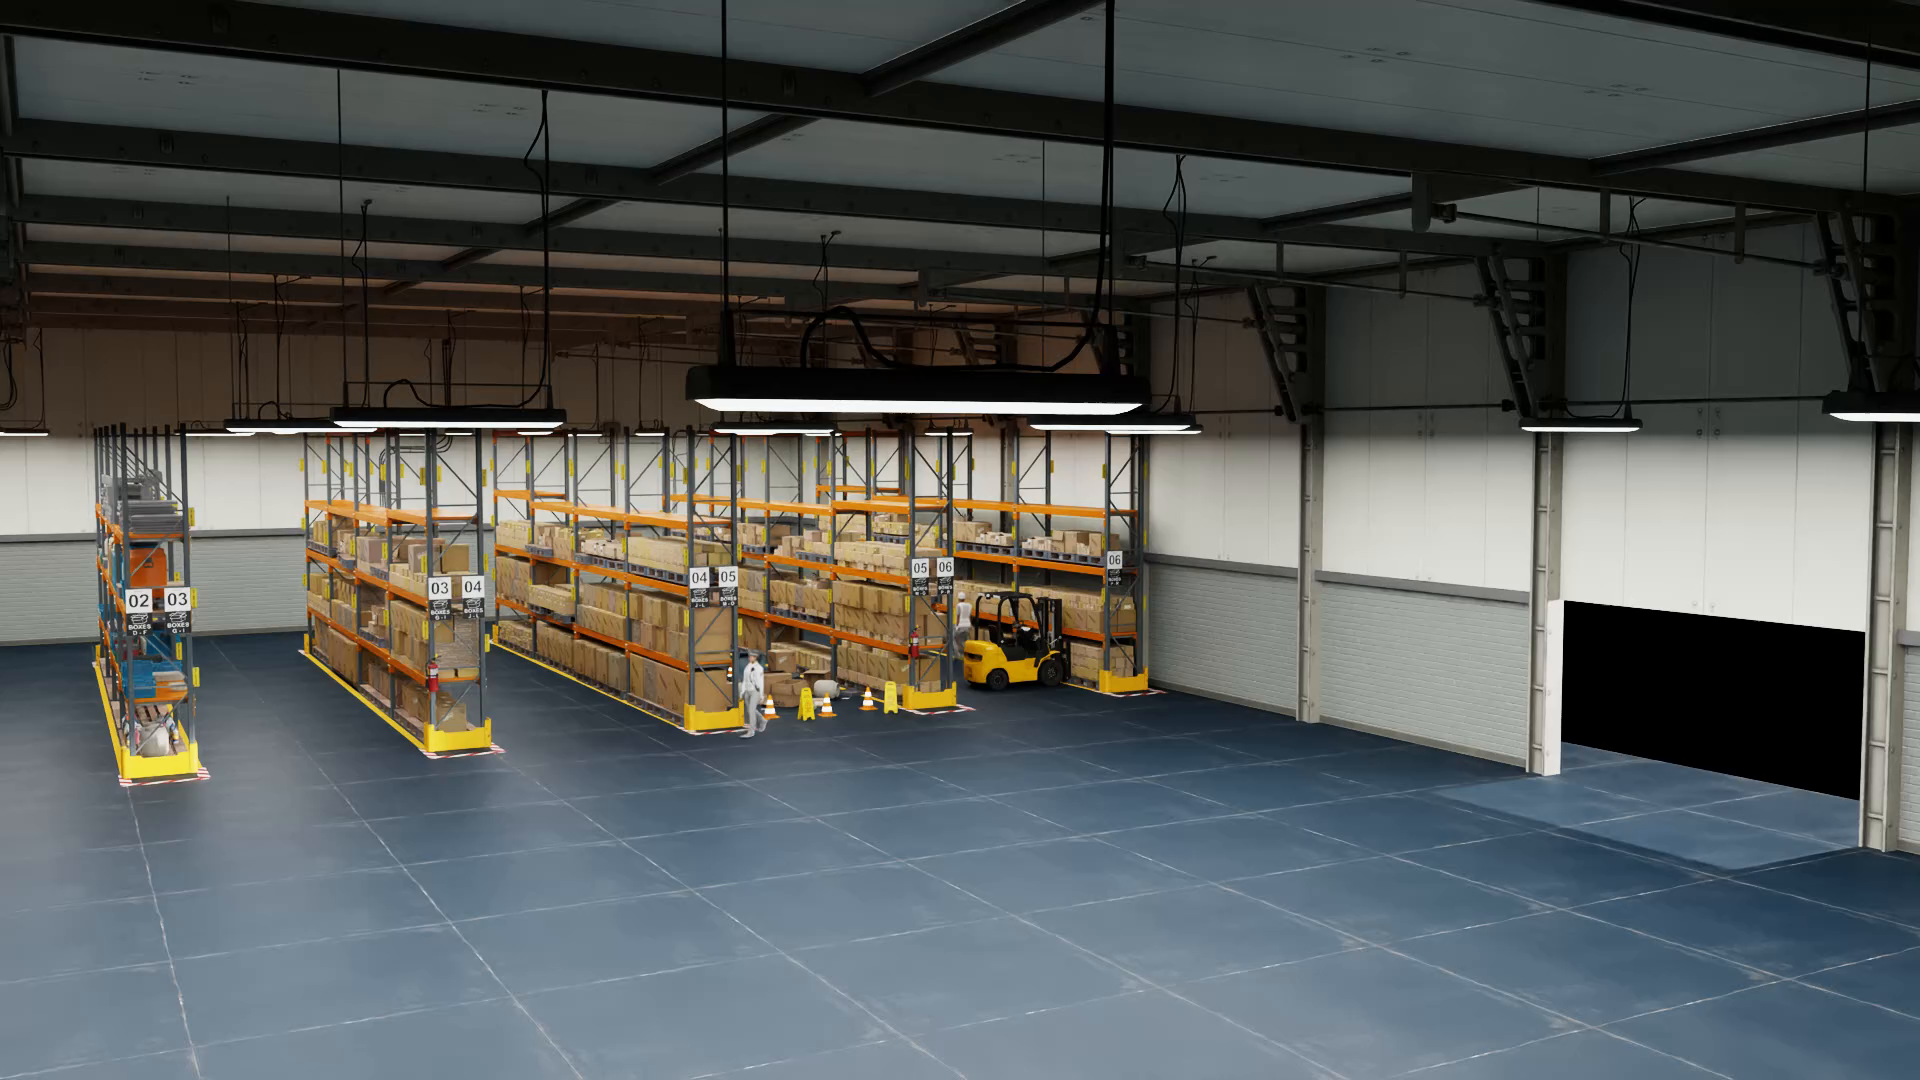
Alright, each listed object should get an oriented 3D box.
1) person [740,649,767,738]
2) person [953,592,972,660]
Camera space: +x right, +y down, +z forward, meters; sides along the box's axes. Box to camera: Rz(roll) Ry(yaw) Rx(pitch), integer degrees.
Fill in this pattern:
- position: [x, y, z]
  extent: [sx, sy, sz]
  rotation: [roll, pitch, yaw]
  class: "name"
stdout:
- position: [-3.963, 2.937, 32.134]
  extent: [0.724, 1.675, 0.469]
  rotation: [-3, 4, -39]
  class: "person"
- position: [0.060, 2.143, 41.319]
  extent: [0.600, 1.714, 0.629]
  rotation: [-3, 5, -41]
  class: "person"
